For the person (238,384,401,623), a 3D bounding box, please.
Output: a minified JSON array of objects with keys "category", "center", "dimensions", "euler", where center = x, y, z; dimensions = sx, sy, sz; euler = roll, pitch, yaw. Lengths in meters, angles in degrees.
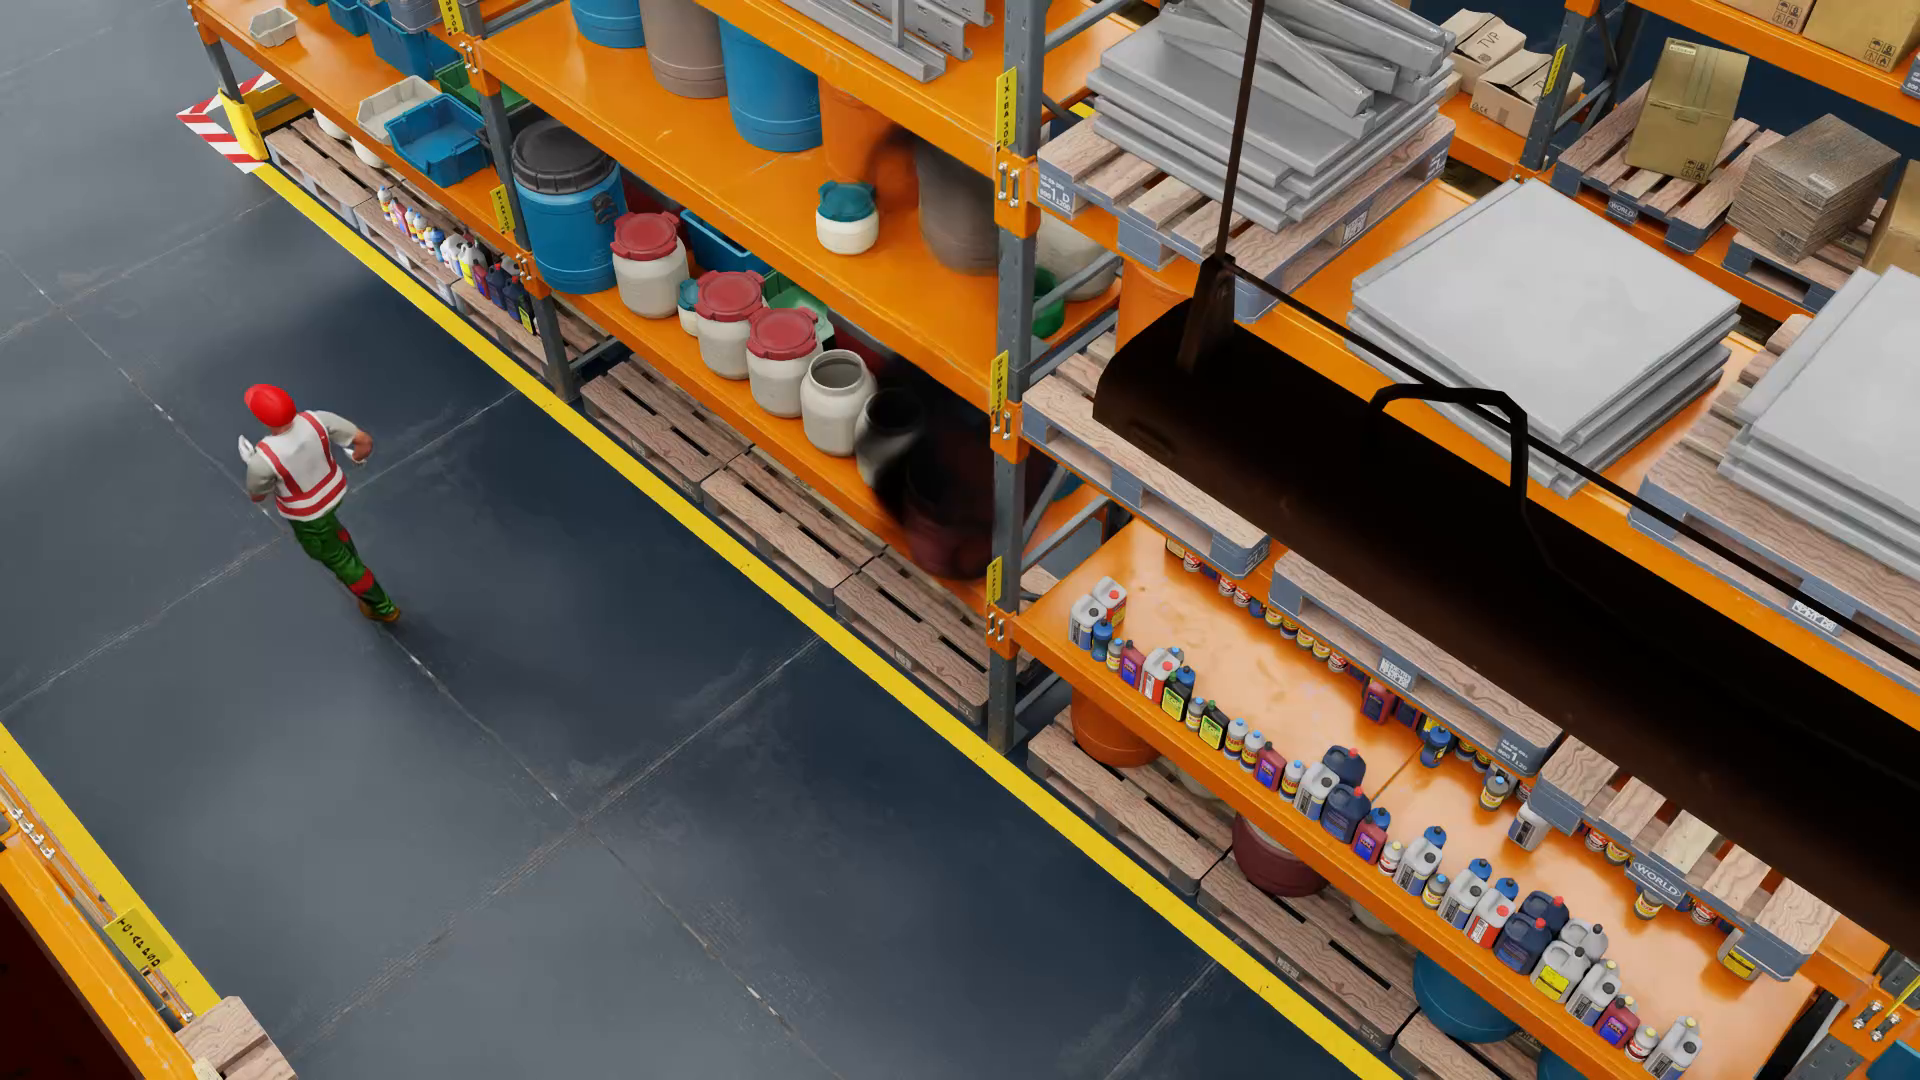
[{"category":"person","center":[-3.633,-0.218,9.390],"dimensions":[0.766,1.838,0.645],"euler":[22,54,18]}]
